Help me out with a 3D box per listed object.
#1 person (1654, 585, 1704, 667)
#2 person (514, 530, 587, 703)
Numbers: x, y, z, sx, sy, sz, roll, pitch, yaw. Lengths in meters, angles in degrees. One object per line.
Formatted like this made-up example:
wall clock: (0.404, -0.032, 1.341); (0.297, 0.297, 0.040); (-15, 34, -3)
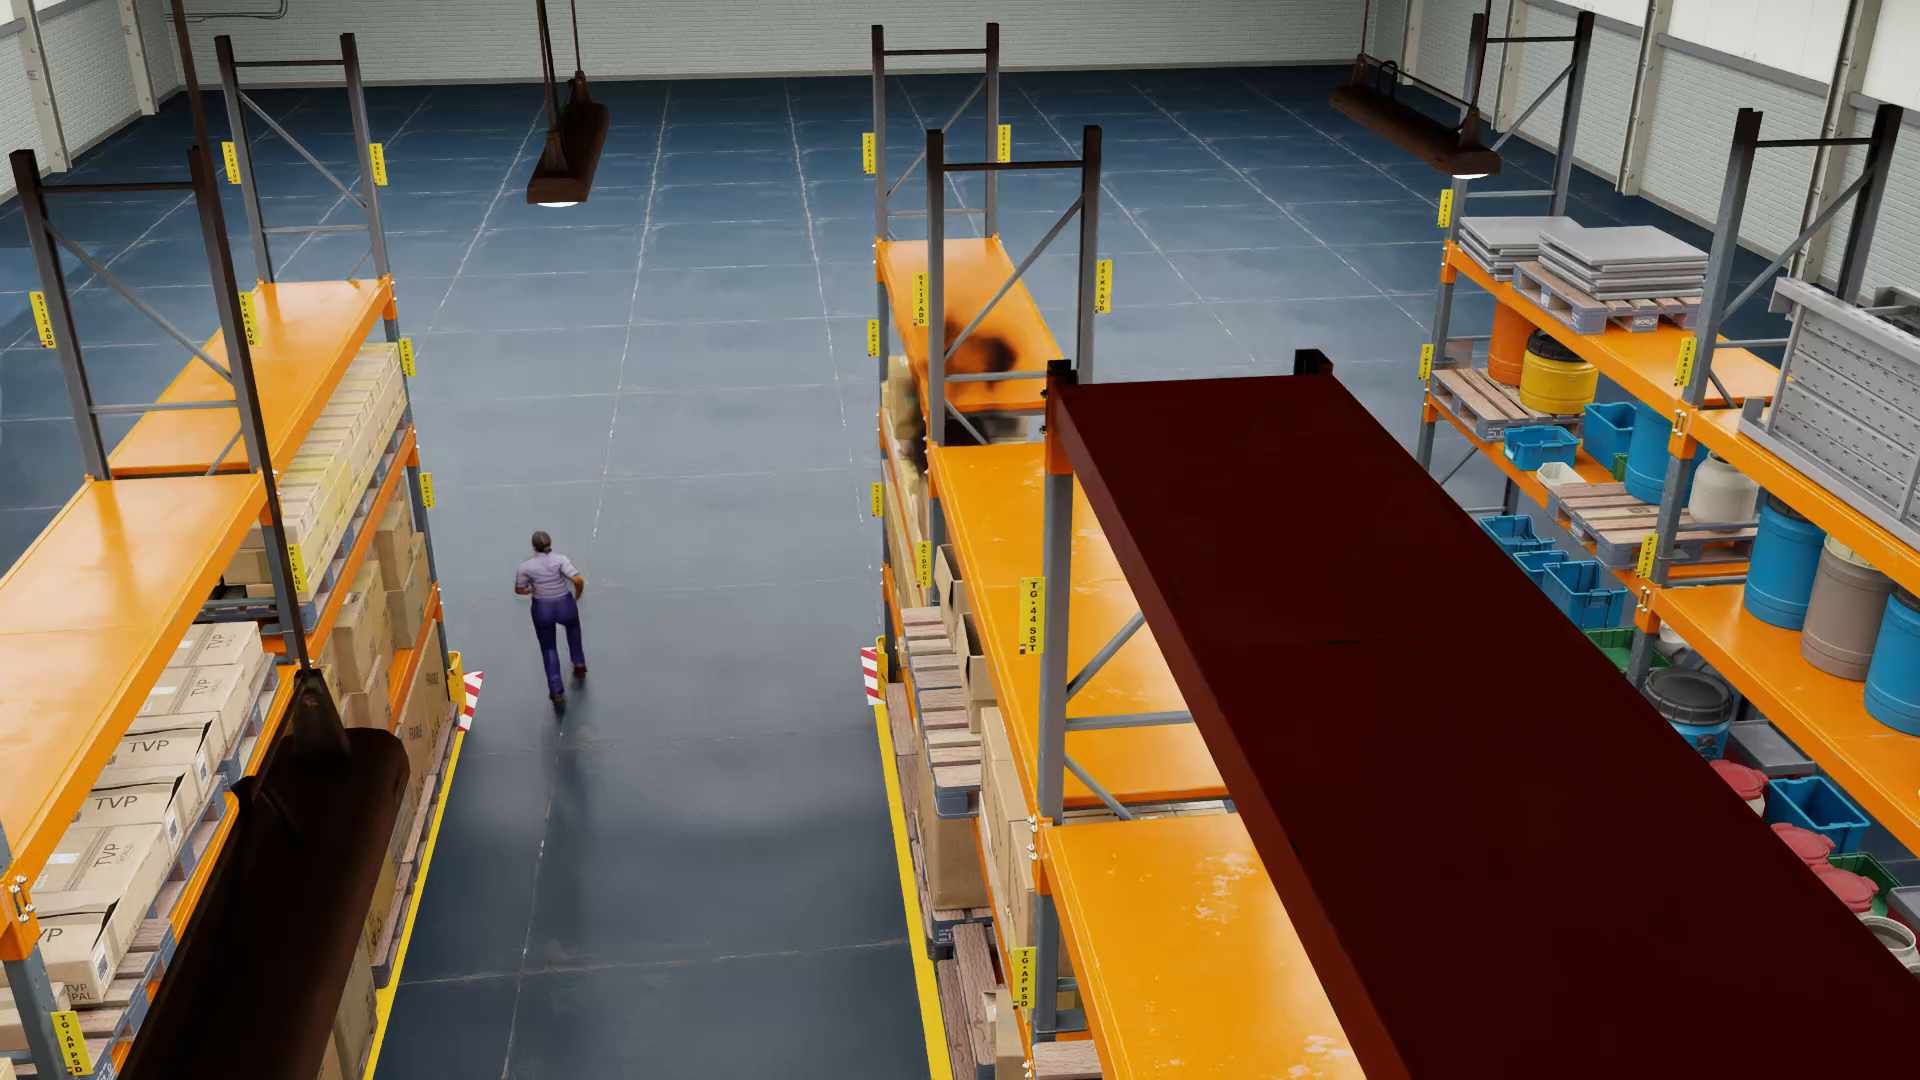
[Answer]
person: (6.313, 0.901, 14.675); (0.611, 1.670, 0.720); (-7, 26, -14)
person: (-3.728, 0.680, 15.206); (0.607, 1.688, 0.794); (-8, 27, -16)
